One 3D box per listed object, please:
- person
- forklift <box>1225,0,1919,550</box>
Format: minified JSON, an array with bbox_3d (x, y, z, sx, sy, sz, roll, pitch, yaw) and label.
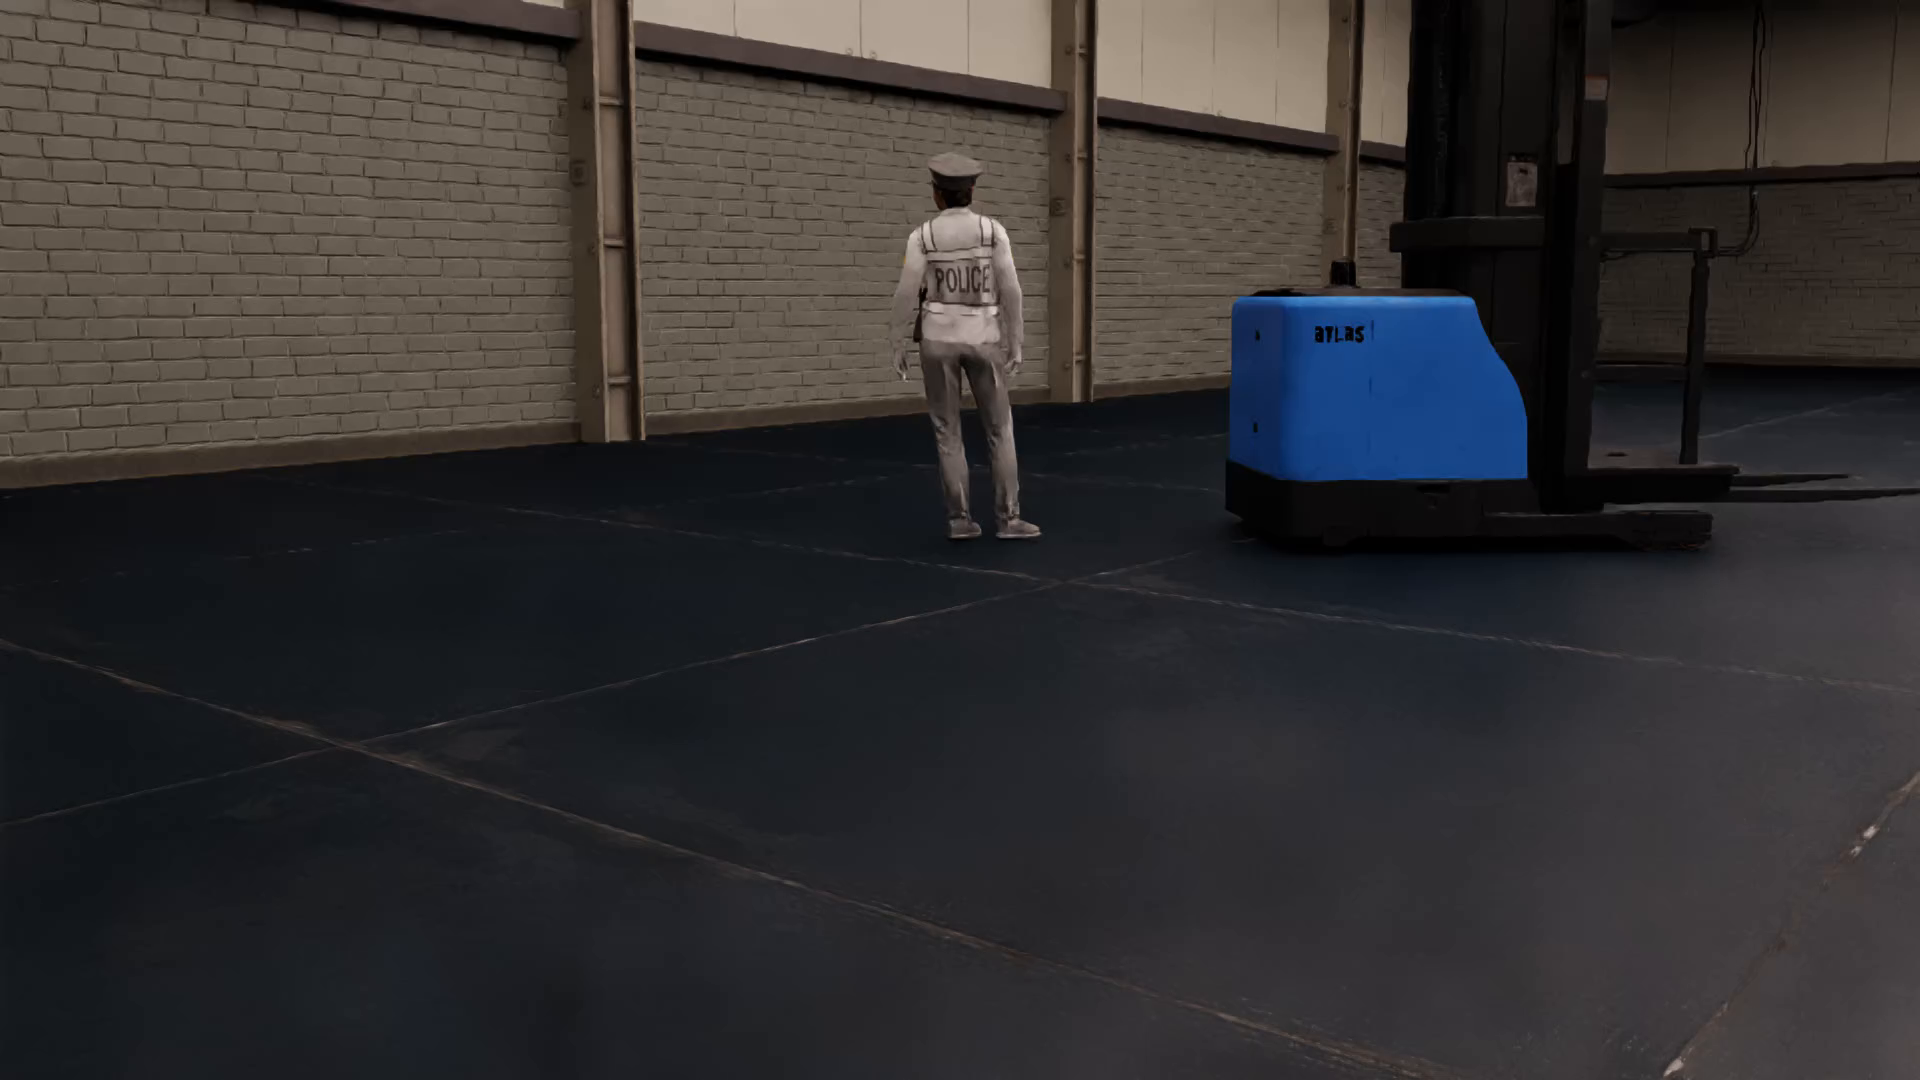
[{"bbox_3d":[0.032,-0.839,7.311,0.687,1.696,0.366,-1,8,-6],"label":"person"},{"bbox_3d":[2.805,-1.482,7.409,3.031,2.935,1.130,-1,8,-5],"label":"forklift"}]
